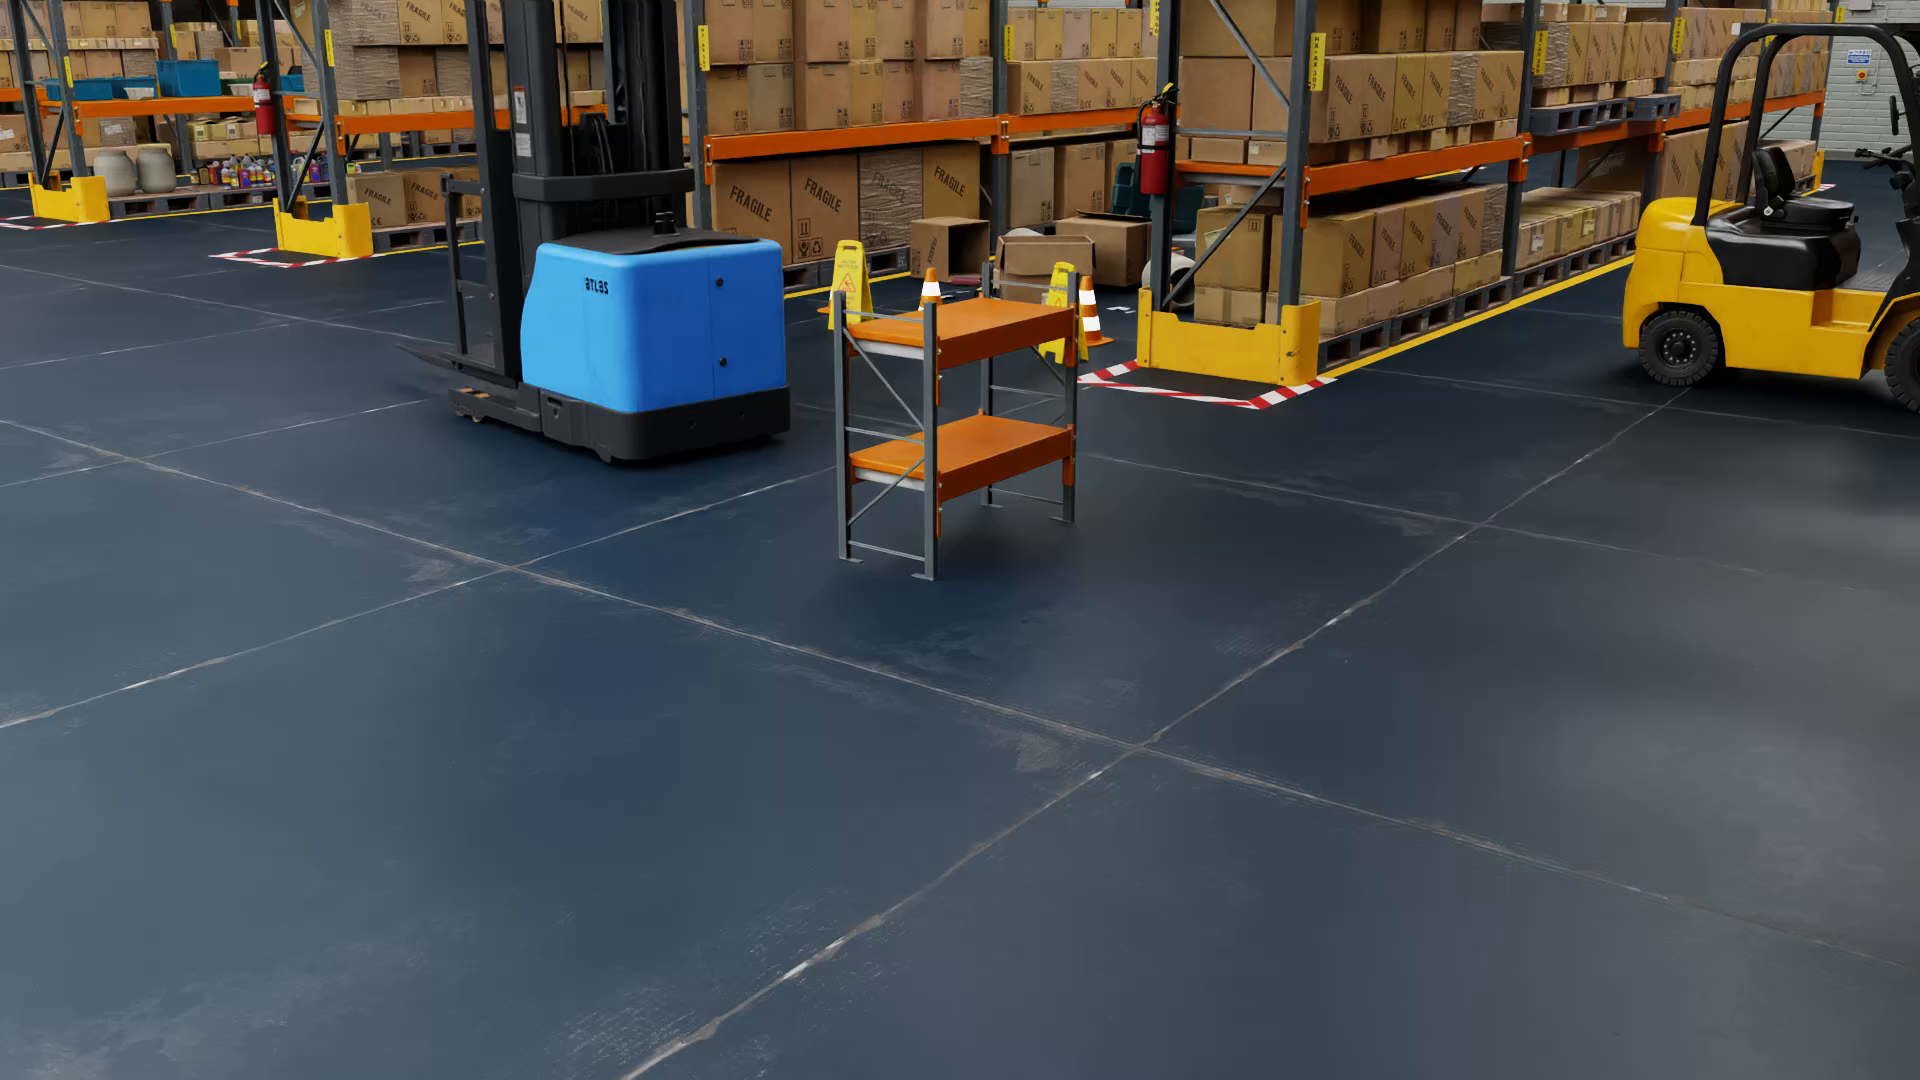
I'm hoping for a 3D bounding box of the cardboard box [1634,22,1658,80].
[{"bbox_3d":[6.084,-4.515,15.347,0.500,0.500,0.500,12,21,34],"label":"cardboard box"}]

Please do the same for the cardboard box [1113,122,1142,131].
[{"bbox_3d":[2.380,-6.866,27.172,0.875,0.875,0.875,12,21,35],"label":"cardboard box"}]

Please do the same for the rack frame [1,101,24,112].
[{"bbox_3d":[-15.845,-7.832,27.405,1.000,3.000,0.127,12,21,35],"label":"rack frame"}]

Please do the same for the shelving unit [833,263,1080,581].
[{"bbox_3d":[0.004,-0.539,7.082,0.538,1.125,1.048,12,21,35],"label":"shelving unit"}]

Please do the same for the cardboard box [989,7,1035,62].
[{"bbox_3d":[0.303,-4.950,16.271,0.700,0.500,0.500,12,21,34],"label":"cardboard box"}]

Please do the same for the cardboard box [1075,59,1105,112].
[{"bbox_3d":[1.142,-4.670,17.055,0.500,0.500,0.500,12,21,34],"label":"cardboard box"}]

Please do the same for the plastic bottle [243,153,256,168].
[{"bbox_3d":[-9.069,-4.761,21.242,0.144,0.351,0.185,12,21,34],"label":"plastic bottle"}]

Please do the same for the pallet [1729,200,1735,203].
[{"bbox_3d":[8.415,-3.831,19.225,1.003,0.211,1.213,12,21,35],"label":"pallet"}]

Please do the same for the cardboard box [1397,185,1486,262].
[{"bbox_3d":[3.609,-2.390,12.547,0.500,0.500,0.500,13,21,36],"label":"cardboard box"}]

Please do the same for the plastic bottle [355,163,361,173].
[{"bbox_3d":[-7.855,-4.813,21.662,0.097,0.201,0.097,0,17,0],"label":"plastic bottle"}]

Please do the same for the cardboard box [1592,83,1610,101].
[{"bbox_3d":[5.430,-3.917,14.513,0.380,0.149,0.250,13,22,37],"label":"cardboard box"}]

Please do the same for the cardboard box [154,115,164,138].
[{"bbox_3d":[-14.523,-7.394,29.471,0.700,0.500,0.500,12,21,34],"label":"cardboard box"}]

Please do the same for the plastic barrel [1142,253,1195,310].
[{"bbox_3d":[1.679,-2.031,13.070,0.421,0.421,0.512,-4,18,-13],"label":"plastic barrel"}]

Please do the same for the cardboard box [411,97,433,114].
[{"bbox_3d":[-5.476,-4.335,16.569,0.380,0.149,0.250,12,21,35],"label":"cardboard box"}]

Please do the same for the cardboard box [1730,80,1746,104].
[{"bbox_3d":[8.445,-5.016,18.591,0.500,0.250,0.500,12,21,34],"label":"cardboard box"}]

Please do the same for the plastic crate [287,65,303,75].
[{"bbox_3d":[-8.303,-5.949,21.448,0.767,0.338,0.504,12,21,35],"label":"plastic crate"}]

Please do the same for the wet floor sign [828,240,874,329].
[{"bbox_3d":[-0.798,-1.871,12.182,0.267,0.644,0.232,8,19,25],"label":"wet floor sign"}]

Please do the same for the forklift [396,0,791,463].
[{"bbox_3d":[-2.275,-2.151,9.229,1.130,2.935,3.031,-15,23,-40],"label":"forklift"}]

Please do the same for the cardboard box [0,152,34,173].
[{"bbox_3d":[-13.157,-5.219,22.920,0.500,0.250,0.500,12,21,35],"label":"cardboard box"}]

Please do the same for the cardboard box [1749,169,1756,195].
[{"bbox_3d":[9.275,-4.468,20.184,0.875,0.438,0.875,12,21,34],"label":"cardboard box"}]

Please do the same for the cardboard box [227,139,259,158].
[{"bbox_3d":[-11.120,-6.018,25.494,0.500,0.250,0.500,13,22,36],"label":"cardboard box"}]

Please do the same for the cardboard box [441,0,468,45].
[{"bbox_3d":[-5.148,-5.240,16.705,0.500,0.500,0.500,12,21,35],"label":"cardboard box"}]

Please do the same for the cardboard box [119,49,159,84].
[{"bbox_3d":[-12.124,-6.898,24.231,0.700,0.500,0.500,12,21,33],"label":"cardboard box"}]

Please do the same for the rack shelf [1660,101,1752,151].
[{"bbox_3d":[7.623,-4.540,18.019,1.077,0.370,4.000,12,21,35],"label":"rack shelf"}]

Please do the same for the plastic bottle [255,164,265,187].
[{"bbox_3d":[-8.678,-4.518,20.592,0.097,0.271,0.097,0,17,0],"label":"plastic bottle"}]

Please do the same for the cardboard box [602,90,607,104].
[{"bbox_3d":[-3.960,-4.925,18.468,0.380,0.149,0.250,12,21,35],"label":"cardboard box"}]

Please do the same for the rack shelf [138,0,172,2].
[{"bbox_3d":[-10.673,-8.522,25.785,1.077,0.370,4.000,12,21,35],"label":"rack shelf"}]

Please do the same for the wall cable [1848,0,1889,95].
[{"bbox_3d":[14.539,-8.160,26.697,0.585,1.953,0.123,12,21,35],"label":"wall cable"}]

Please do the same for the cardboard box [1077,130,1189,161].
[{"bbox_3d":[1.960,-4.255,18.973,1.050,0.750,0.750,12,21,34],"label":"cardboard box"}]

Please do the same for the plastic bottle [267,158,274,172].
[{"bbox_3d":[-8.873,-4.783,21.445,0.097,0.271,0.097,0,17,0],"label":"plastic bottle"}]

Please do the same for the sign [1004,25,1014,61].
[{"bbox_3d":[0.459,-4.659,15.595,0.100,0.325,0.005,12,21,35],"label":"sign"}]

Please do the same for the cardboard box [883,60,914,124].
[{"bbox_3d":[-0.924,-4.044,14.956,0.875,0.550,0.550,12,21,35],"label":"cardboard box"}]

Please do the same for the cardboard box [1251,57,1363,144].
[{"bbox_3d":[2.169,-2.756,10.389,0.500,0.500,0.500,12,21,34],"label":"cardboard box"}]

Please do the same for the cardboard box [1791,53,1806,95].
[{"bbox_3d":[10.216,-5.832,20.799,0.500,0.500,0.500,13,22,36],"label":"cardboard box"}]

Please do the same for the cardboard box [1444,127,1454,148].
[{"bbox_3d":[3.322,-2.906,11.967,0.380,0.149,0.250,12,21,34],"label":"cardboard box"}]

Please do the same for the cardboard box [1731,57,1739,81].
[{"bbox_3d":[8.151,-5.134,18.130,0.500,0.250,0.500,13,22,36],"label":"cardboard box"}]

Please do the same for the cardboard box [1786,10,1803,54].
[{"bbox_3d":[9.913,-6.195,20.281,0.500,0.500,0.500,13,21,36],"label":"cardboard box"}]

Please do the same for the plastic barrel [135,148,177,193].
[{"bbox_3d":[-9.643,-4.430,19.939,0.421,0.512,0.421,0,17,0],"label":"plastic barrel"}]

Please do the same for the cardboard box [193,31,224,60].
[{"bbox_3d":[-13.734,-8.928,30.027,0.700,0.500,0.500,10,20,28],"label":"cardboard box"}]

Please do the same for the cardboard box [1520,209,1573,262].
[{"bbox_3d":[4.784,-2.697,14.595,0.950,0.372,0.625,14,22,38],"label":"cardboard box"}]

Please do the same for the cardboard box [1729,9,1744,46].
[{"bbox_3d":[8.130,-5.493,18.019,0.500,0.500,0.500,13,22,36],"label":"cardboard box"}]

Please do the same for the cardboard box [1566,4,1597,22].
[{"bbox_3d":[5.177,-4.481,14.144,0.380,0.149,0.250,14,22,38],"label":"cardboard box"}]

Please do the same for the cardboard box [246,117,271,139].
[{"bbox_3d":[-10.809,-6.409,25.805,0.500,0.311,0.500,12,21,33],"label":"cardboard box"}]

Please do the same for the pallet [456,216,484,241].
[{"bbox_3d":[-5.009,-3.416,17.888,1.003,0.211,1.213,12,21,35],"label":"pallet"}]

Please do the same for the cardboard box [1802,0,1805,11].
[{"bbox_3d":[10.257,-6.654,20.665,0.380,0.149,0.250,13,22,36],"label":"cardboard box"}]

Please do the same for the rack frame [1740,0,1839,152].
[{"bbox_3d":[11.198,-6.313,22.514,1.000,3.000,0.127,12,21,35],"label":"rack frame"}]

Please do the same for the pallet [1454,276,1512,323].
[{"bbox_3d":[3.676,-1.957,13.189,1.003,0.211,1.213,12,21,35],"label":"pallet"}]

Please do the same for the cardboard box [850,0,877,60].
[{"bbox_3d":[-1.211,-4.427,14.369,0.875,0.550,0.500,12,21,35],"label":"cardboard box"}]

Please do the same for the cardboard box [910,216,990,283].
[{"bbox_3d":[-0.089,-2.562,14.645,0.500,0.500,0.500,-16,23,-41],"label":"cardboard box"}]

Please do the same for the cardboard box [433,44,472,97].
[{"bbox_3d":[-5.411,-4.821,17.040,0.875,0.500,0.500,12,21,35],"label":"cardboard box"}]

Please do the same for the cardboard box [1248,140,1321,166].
[{"bbox_3d":[2.033,-2.426,10.422,0.380,0.149,0.250,13,21,35],"label":"cardboard box"}]

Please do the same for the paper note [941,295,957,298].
[{"bbox_3d":[-0.098,-1.997,13.627,0.142,0.017,0.144,-11,20,-32],"label":"paper note"}]

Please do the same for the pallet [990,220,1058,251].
[{"bbox_3d":[0.411,-3.171,17.098,1.003,0.211,1.213,12,21,35],"label":"pallet"}]

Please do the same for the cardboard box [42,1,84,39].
[{"bbox_3d":[-12.723,-7.278,23.266,0.700,0.500,0.500,12,21,35],"label":"cardboard box"}]

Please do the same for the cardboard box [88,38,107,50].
[{"bbox_3d":[-12.313,-7.028,23.555,0.380,0.149,0.250,12,21,35],"label":"cardboard box"}]

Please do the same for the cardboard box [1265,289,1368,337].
[{"bbox_3d":[2.367,-1.533,11.049,0.500,0.250,0.500,12,21,34],"label":"cardboard box"}]

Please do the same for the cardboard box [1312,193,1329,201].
[{"bbox_3d":[2.408,-2.515,11.855,0.380,0.149,0.250,14,22,37],"label":"cardboard box"}]

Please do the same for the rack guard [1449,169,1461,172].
[{"bbox_3d":[7.117,-5.952,25.566,1.175,0.500,0.348,12,21,35],"label":"rack guard"}]

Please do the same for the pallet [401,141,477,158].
[{"bbox_3d":[-9.006,-6.749,28.622,1.003,0.211,1.213,12,21,35],"label":"pallet"}]

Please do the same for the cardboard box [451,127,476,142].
[{"bbox_3d":[-8.673,-7.110,28.554,0.500,0.500,0.500,12,21,33],"label":"cardboard box"}]
